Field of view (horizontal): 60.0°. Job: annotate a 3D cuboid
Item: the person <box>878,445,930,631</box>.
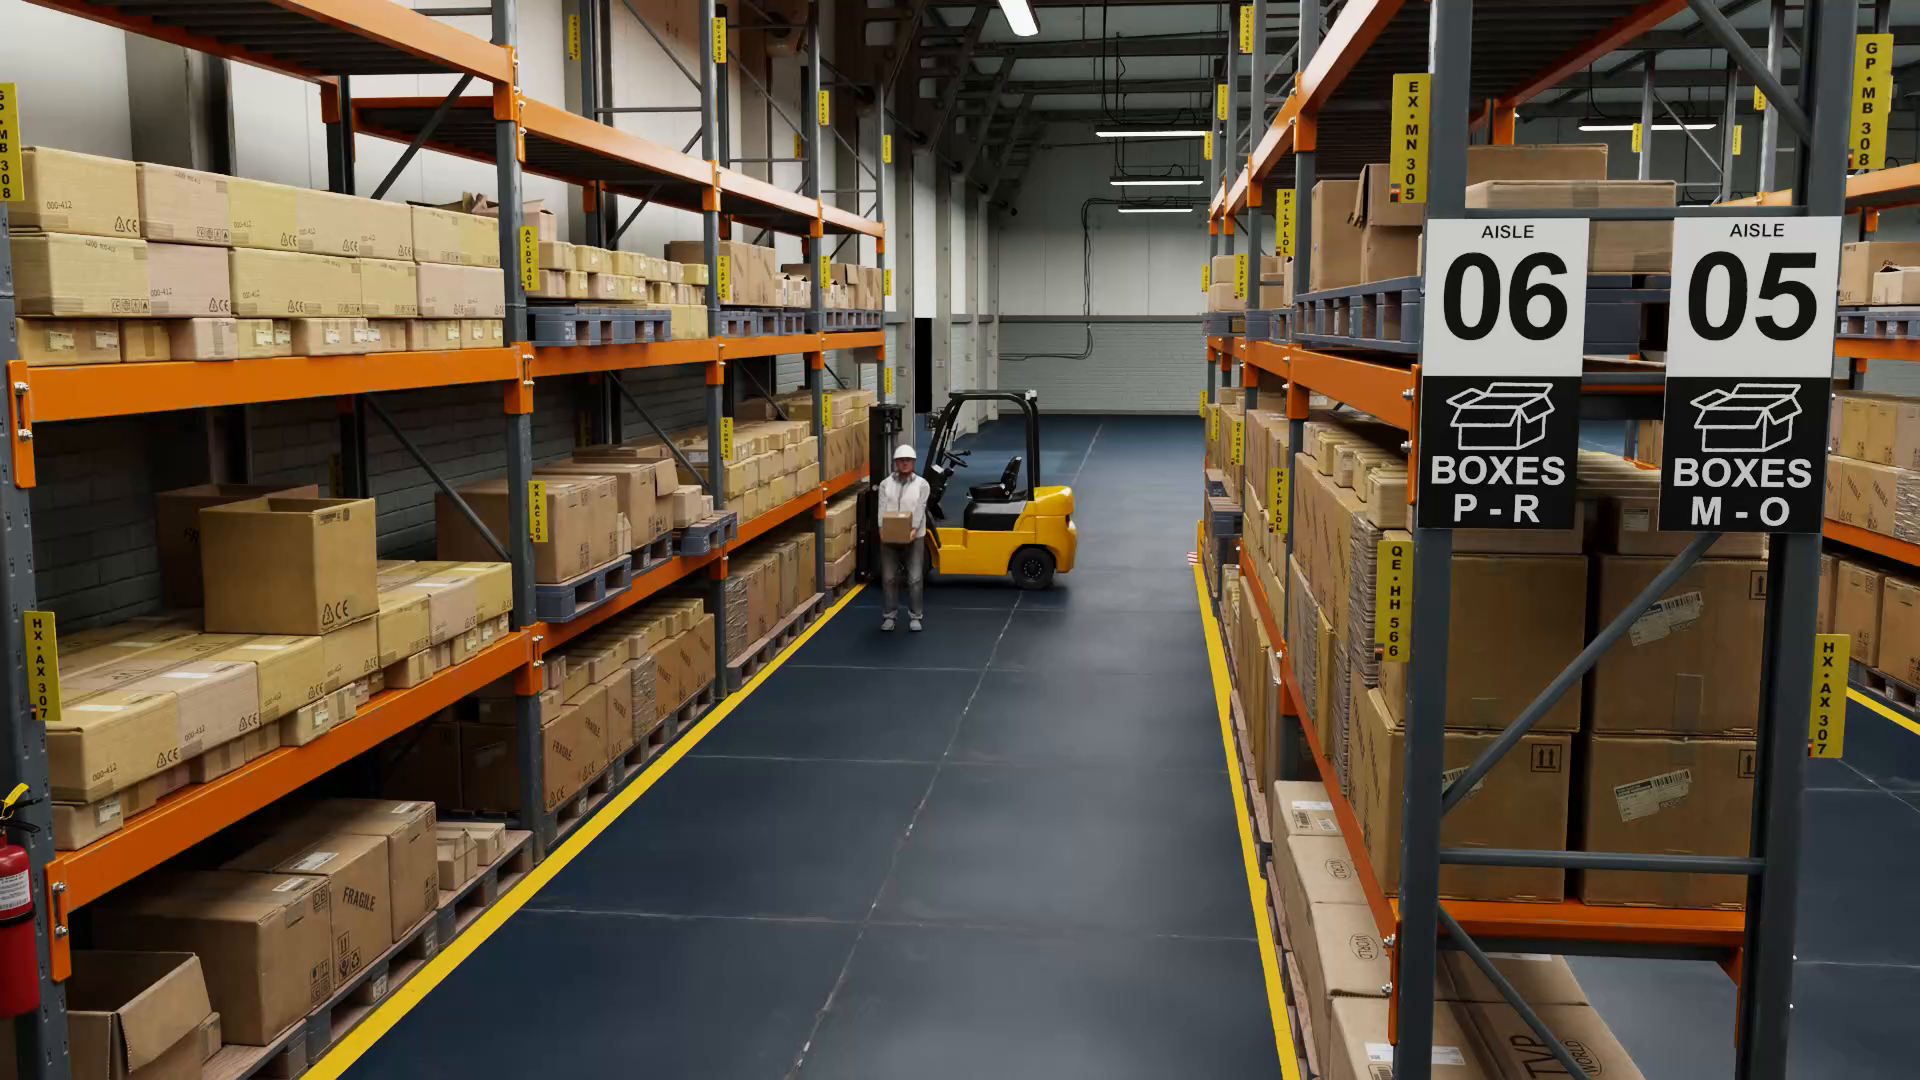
[{"bbox_3d":[-0.543,-0.011,15.802,0.494,1.767,0.545,1,8,7],"label":"person"}]
